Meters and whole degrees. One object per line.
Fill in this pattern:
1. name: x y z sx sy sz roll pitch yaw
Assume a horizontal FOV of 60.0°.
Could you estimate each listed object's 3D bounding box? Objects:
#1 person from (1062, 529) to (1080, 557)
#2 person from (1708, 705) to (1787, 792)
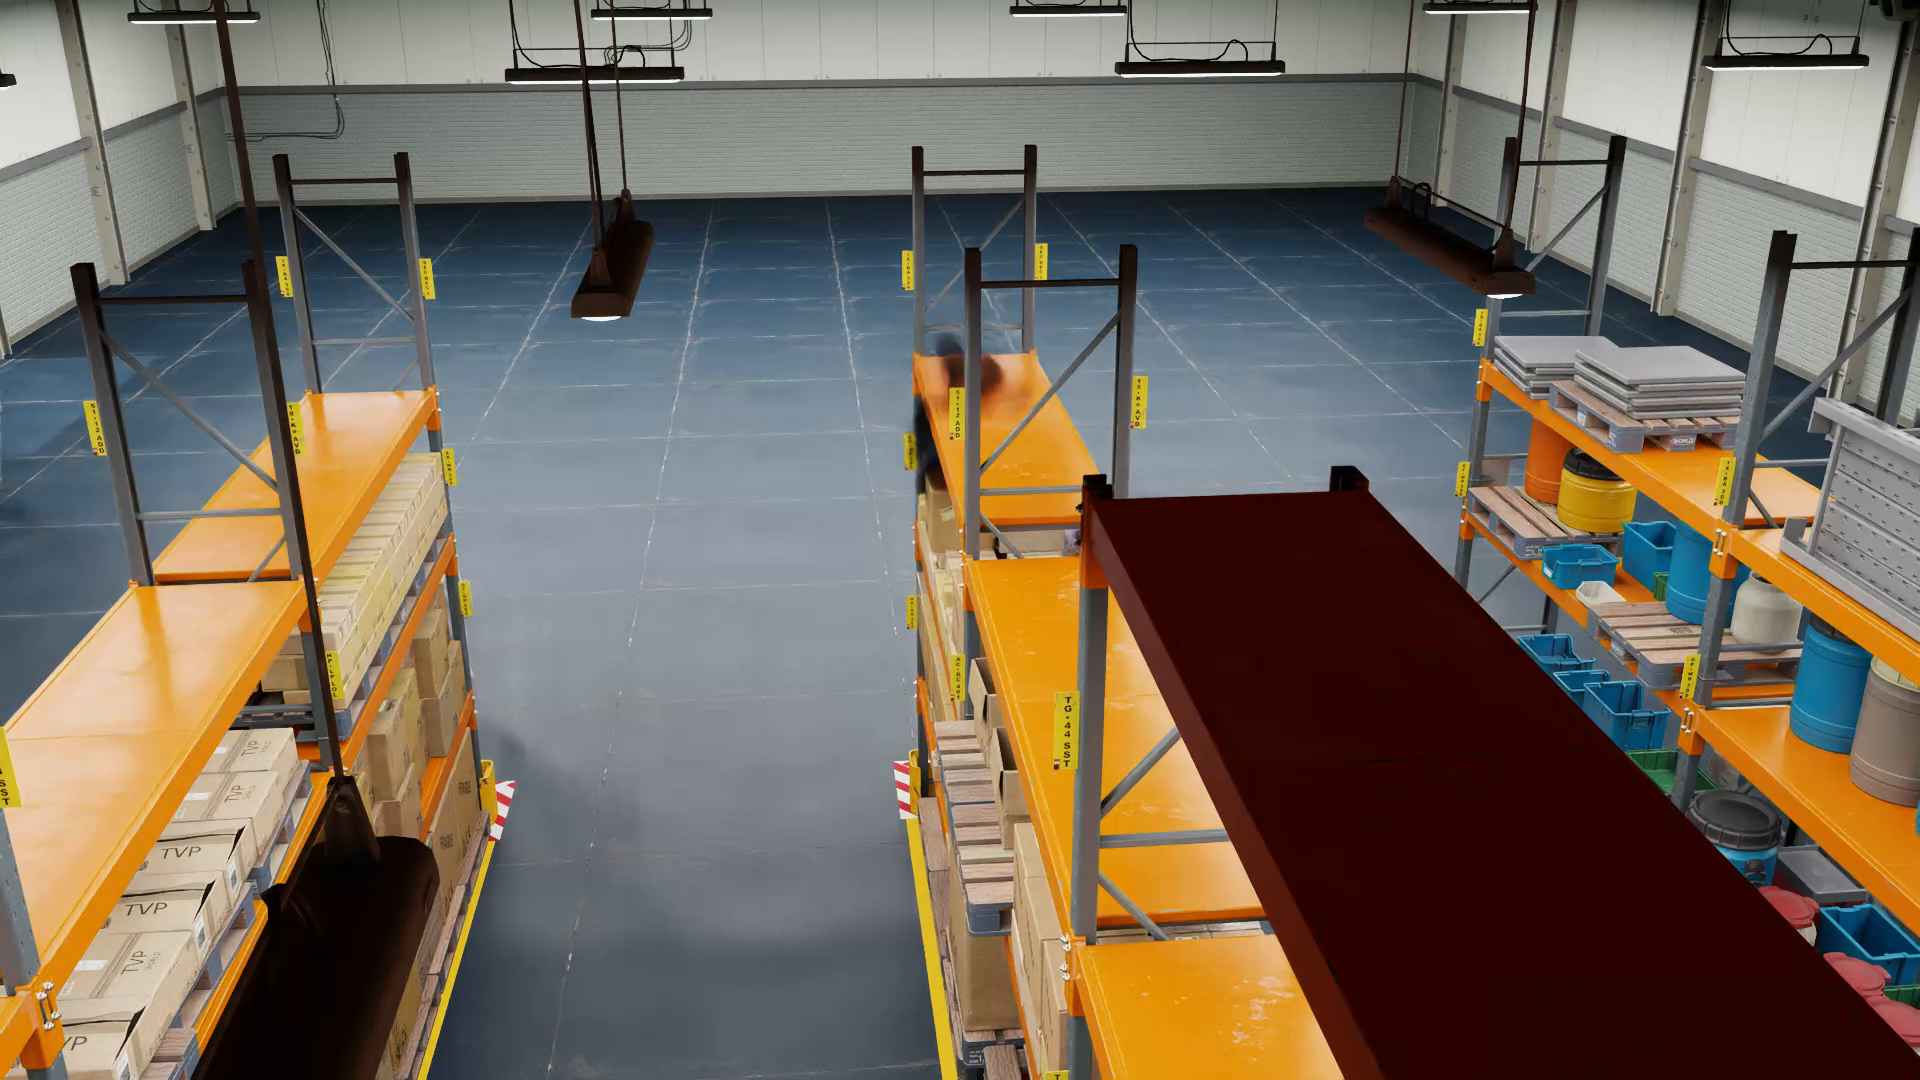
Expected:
1. person: 1.215 0.338 18.613 0.761 1.627 0.622 6 22 15
2. person: 6.768 1.868 14.543 0.669 1.823 0.751 -9 23 -22
